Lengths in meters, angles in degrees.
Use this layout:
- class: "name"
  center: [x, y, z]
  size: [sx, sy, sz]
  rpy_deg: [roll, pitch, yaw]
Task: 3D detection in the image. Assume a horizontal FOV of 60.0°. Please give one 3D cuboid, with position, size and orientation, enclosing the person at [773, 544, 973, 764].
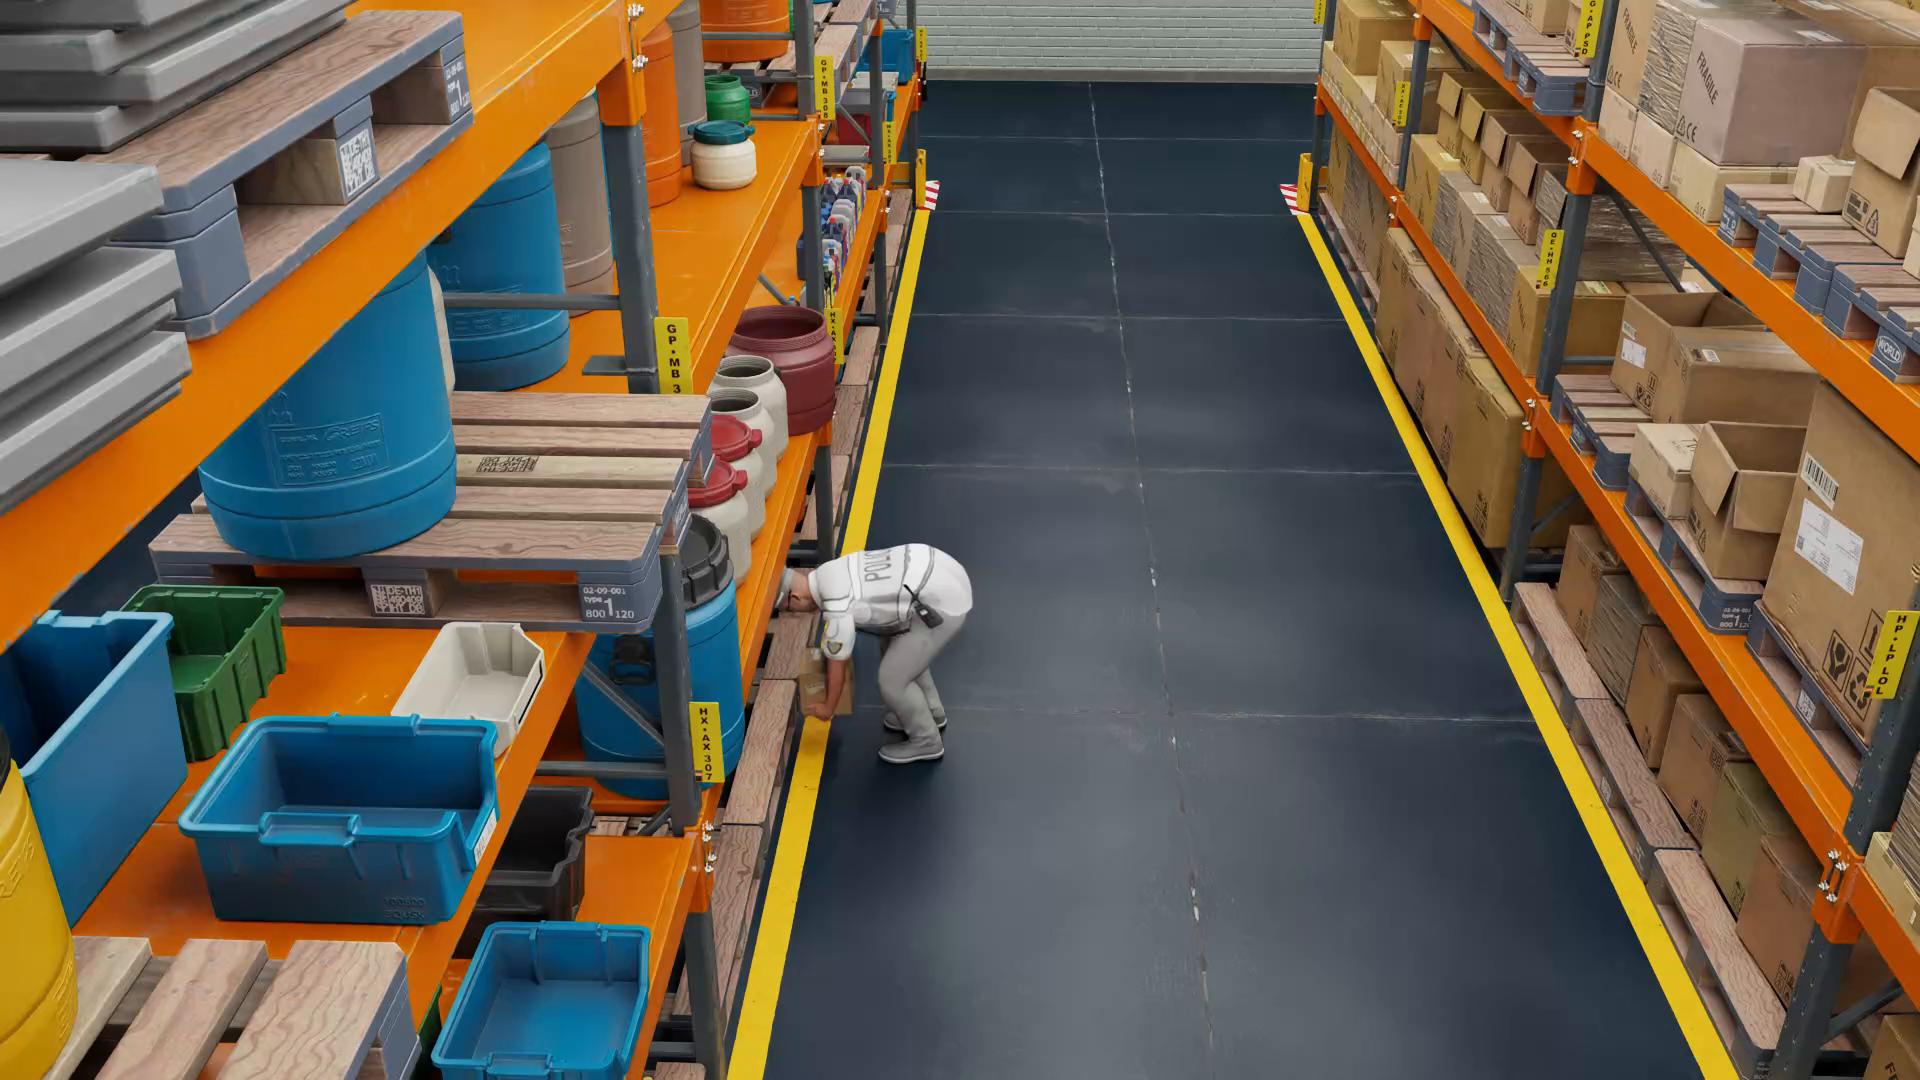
- class: "person"
  center: [-0.461, 0.549, 8.284]
  size: [1.045, 1.091, 0.507]
  rpy_deg: [0, 28, 0]
